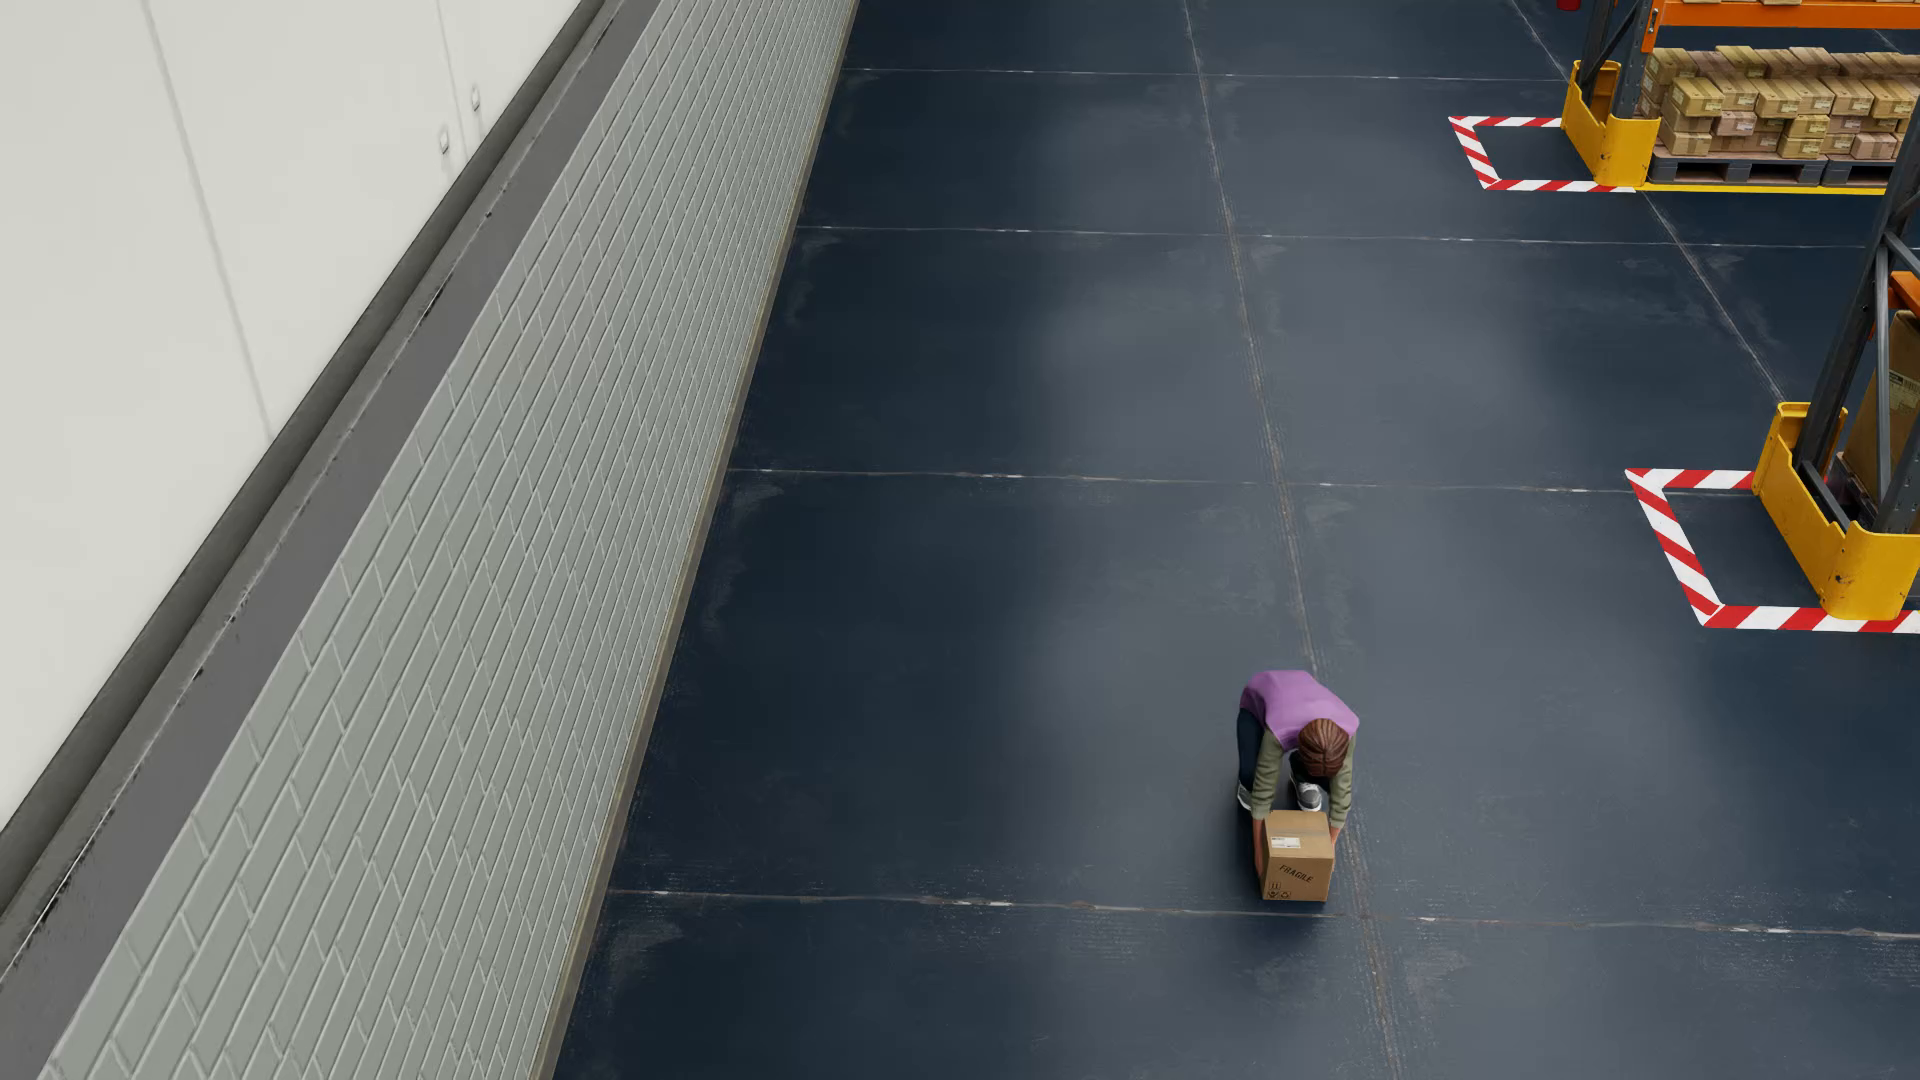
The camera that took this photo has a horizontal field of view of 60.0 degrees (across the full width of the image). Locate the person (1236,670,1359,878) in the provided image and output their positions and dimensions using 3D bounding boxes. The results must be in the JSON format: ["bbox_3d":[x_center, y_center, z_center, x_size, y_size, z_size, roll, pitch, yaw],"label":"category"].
[{"bbox_3d":[1.342,0.838,6.691,0.438,0.760,0.808,1,36,2],"label":"person"}]
